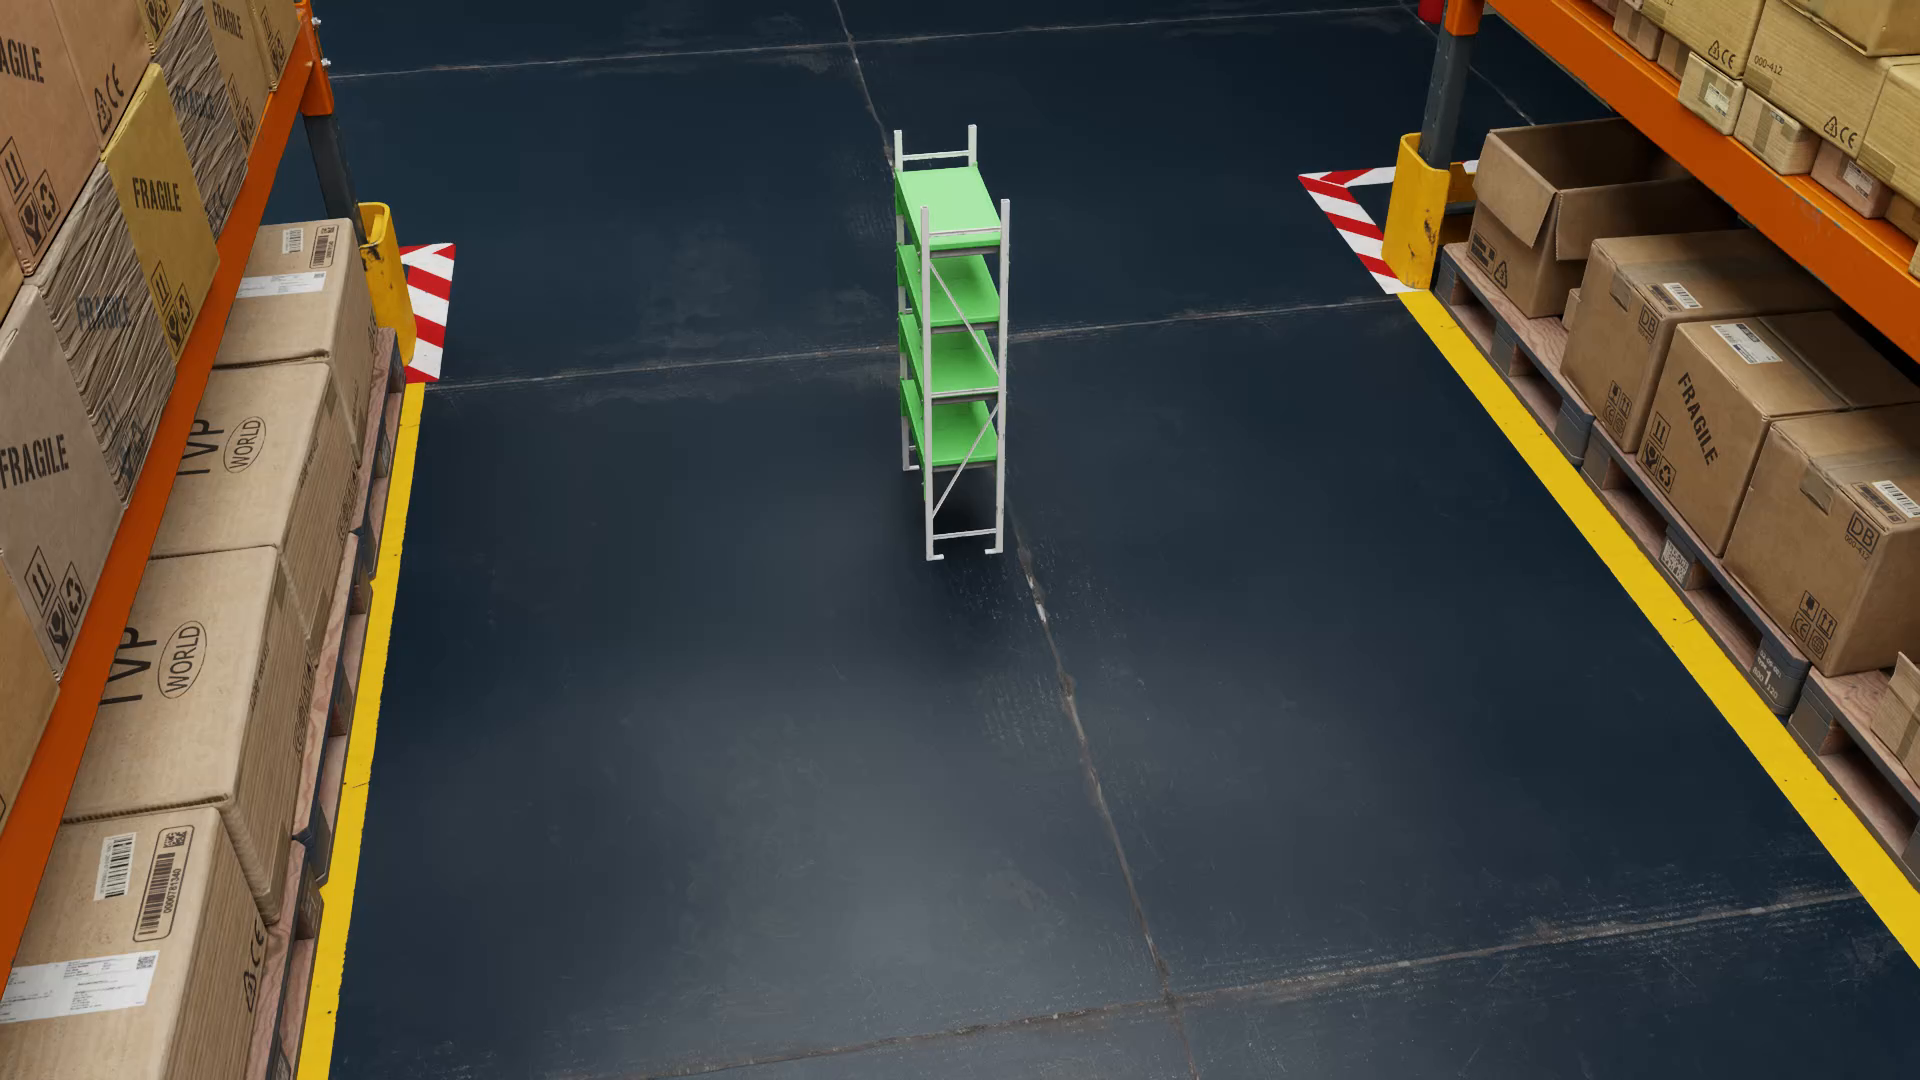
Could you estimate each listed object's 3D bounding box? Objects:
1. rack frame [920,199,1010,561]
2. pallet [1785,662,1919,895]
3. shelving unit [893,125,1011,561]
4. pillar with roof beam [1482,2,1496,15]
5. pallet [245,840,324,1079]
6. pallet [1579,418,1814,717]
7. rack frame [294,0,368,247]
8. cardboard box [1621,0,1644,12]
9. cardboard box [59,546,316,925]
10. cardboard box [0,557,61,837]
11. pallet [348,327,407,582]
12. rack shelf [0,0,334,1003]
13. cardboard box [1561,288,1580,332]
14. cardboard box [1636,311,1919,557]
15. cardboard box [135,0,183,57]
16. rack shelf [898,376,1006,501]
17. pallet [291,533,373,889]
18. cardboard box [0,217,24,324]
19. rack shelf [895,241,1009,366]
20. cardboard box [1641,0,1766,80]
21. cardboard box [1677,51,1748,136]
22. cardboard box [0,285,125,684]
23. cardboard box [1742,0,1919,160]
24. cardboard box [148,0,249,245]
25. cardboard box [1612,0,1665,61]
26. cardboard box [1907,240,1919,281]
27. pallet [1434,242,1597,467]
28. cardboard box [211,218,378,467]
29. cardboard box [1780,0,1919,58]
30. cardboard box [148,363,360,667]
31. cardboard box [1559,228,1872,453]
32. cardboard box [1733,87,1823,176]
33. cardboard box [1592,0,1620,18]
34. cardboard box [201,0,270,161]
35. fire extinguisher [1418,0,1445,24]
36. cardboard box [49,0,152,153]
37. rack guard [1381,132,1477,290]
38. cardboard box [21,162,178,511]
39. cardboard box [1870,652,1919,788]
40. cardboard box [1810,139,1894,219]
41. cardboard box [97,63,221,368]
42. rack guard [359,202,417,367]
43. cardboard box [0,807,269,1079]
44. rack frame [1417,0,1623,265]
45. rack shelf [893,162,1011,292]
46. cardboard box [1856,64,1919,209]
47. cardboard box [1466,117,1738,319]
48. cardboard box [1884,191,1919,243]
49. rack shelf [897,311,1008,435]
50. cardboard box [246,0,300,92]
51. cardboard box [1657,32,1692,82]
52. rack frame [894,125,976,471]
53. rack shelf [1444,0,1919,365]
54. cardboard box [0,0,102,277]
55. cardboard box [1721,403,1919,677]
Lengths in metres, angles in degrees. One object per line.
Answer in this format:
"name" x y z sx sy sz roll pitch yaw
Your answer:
"rack frame" 0.014 -0.426 4.821 0.240 1.200 0.015 -6 38 -8
"pallet" 2.868 0.732 4.136 1.003 0.211 1.213 -6 38 -8
"shelving unit" -0.029 -0.574 5.011 0.258 1.200 0.503 -6 38 -8
"pillar with roof beam" -1.538 -6.002 5.641 9.100 9.000 0.400 -6 38 -8
"pallet" -1.955 1.215 3.514 1.003 0.211 1.213 -6 38 -8
"pallet" 2.651 -0.007 5.087 1.003 0.211 1.213 -6 38 -8
"rack frame" -2.600 -1.834 5.166 1.000 3.000 0.127 -6 38 -8
"cardboard box" 2.189 -1.821 5.029 0.500 0.250 0.500 -6 38 -7
"cardboard box" -2.061 0.496 3.912 0.875 0.438 0.875 -7 38 -9
"cardboard box" -1.723 0.231 2.427 0.500 0.500 0.500 -5 38 -6
"pallet" -2.383 -0.259 5.411 1.003 0.211 1.213 -6 38 -8
"rack shelf" -2.250 -0.342 3.832 1.077 0.370 4.000 -6 38 -8
"cardboard box" 2.336 -0.770 5.778 0.380 0.149 0.250 -8 38 -10
"cardboard box" 2.406 -0.319 4.911 0.500 0.500 0.500 -6 38 -7
"cardboard box" -2.077 -1.392 3.700 0.500 0.500 0.500 -6 38 -8
"rack shelf" -0.029 -0.334 5.197 0.258 0.148 0.480 -6 38 -8
"pallet" -2.172 0.477 4.464 1.003 0.211 1.213 -6 38 -8
"cardboard box" -1.826 -0.472 2.516 0.500 0.500 0.500 -7 38 -9
"rack shelf" -0.029 -0.713 4.903 0.258 0.148 0.480 -6 38 -8
"cardboard box" 2.281 -1.515 4.635 0.500 0.250 0.500 -7 38 -9
"cardboard box" 2.250 -1.260 4.631 0.380 0.149 0.250 -7 38 -9
"cardboard box" -1.808 -0.074 2.819 0.500 0.500 0.500 -6 38 -8
"cardboard box" 2.392 -1.209 4.241 0.500 0.250 0.500 -7 38 -9
"cardboard box" -2.082 -0.997 4.006 0.500 0.500 0.500 -5 38 -7
"cardboard box" 2.228 -1.580 5.044 0.380 0.149 0.250 -5 38 -7
"cardboard box" 2.455 -0.643 3.837 0.380 0.149 0.250 -7 38 -9
"pallet" 2.440 -0.742 6.033 1.003 0.211 1.213 -6 38 -8
"cardboard box" -2.386 -0.601 5.324 0.875 0.438 0.875 -7 38 -9
"cardboard box" 2.364 -1.516 4.025 0.500 0.500 0.500 -5 38 -7
"cardboard box" -2.217 -0.049 4.614 0.875 0.438 0.875 -5 38 -7
"cardboard box" 2.411 -0.649 5.336 0.700 0.500 0.500 -5 38 -6
"cardboard box" 2.317 -1.103 4.429 0.380 0.149 0.250 -5 38 -7
"cardboard box" 2.244 -1.740 5.249 0.380 0.149 0.250 -7 38 -9
"cardboard box" -2.182 -1.306 4.405 0.500 0.500 0.500 -7 38 -9
"fire extinguisher" 1.805 -2.232 6.045 0.296 0.674 0.183 -6 38 -8
"cardboard box" -1.991 -1.088 3.308 0.500 0.500 0.500 -6 38 -8
"rack guard" 2.299 -1.337 6.564 1.175 0.500 0.348 -6 38 -8
"cardboard box" -1.888 -0.375 3.206 0.500 0.500 0.500 -6 38 -8
"cardboard box" 2.538 0.439 4.126 0.396 0.266 0.258 -5 38 -6
"cardboard box" 2.430 -0.955 4.239 0.380 0.149 0.250 -6 38 -8
"cardboard box" -1.979 -0.686 3.607 0.500 0.500 0.500 -5 38 -7
"rack guard" -2.604 -0.862 5.952 1.175 0.500 0.348 -6 38 -8
"cardboard box" -1.903 1.037 3.217 0.875 0.438 0.875 -7 38 -9
"rack frame" 2.286 -2.370 5.856 1.000 3.000 0.127 -6 38 -8
"rack shelf" -0.029 -0.902 4.755 0.258 0.148 0.480 -6 38 -8
"cardboard box" 2.481 -0.898 3.840 0.500 0.250 0.500 -6 38 -8
"cardboard box" 2.300 -1.171 6.005 0.797 0.503 0.637 -8 38 -10
"cardboard box" 2.519 -0.811 4.053 0.380 0.149 0.250 -6 38 -7
"rack shelf" -0.029 -0.523 5.050 0.258 0.148 0.480 -6 38 -8
"cardboard box" -2.255 -1.611 4.797 0.500 0.500 0.500 -6 38 -8
"cardboard box" 2.280 -1.421 4.838 0.380 0.149 0.250 -6 38 -7
"rack frame" -0.072 -0.721 5.200 0.240 1.200 0.015 -6 38 -8
"rack shelf" 2.637 -0.878 4.522 1.077 0.370 4.000 -6 38 -8
"cardboard box" -1.905 -0.783 2.916 0.500 0.500 0.500 -6 38 -7
"cardboard box" 2.593 -0.022 4.529 0.700 0.500 0.500 -8 38 -10
